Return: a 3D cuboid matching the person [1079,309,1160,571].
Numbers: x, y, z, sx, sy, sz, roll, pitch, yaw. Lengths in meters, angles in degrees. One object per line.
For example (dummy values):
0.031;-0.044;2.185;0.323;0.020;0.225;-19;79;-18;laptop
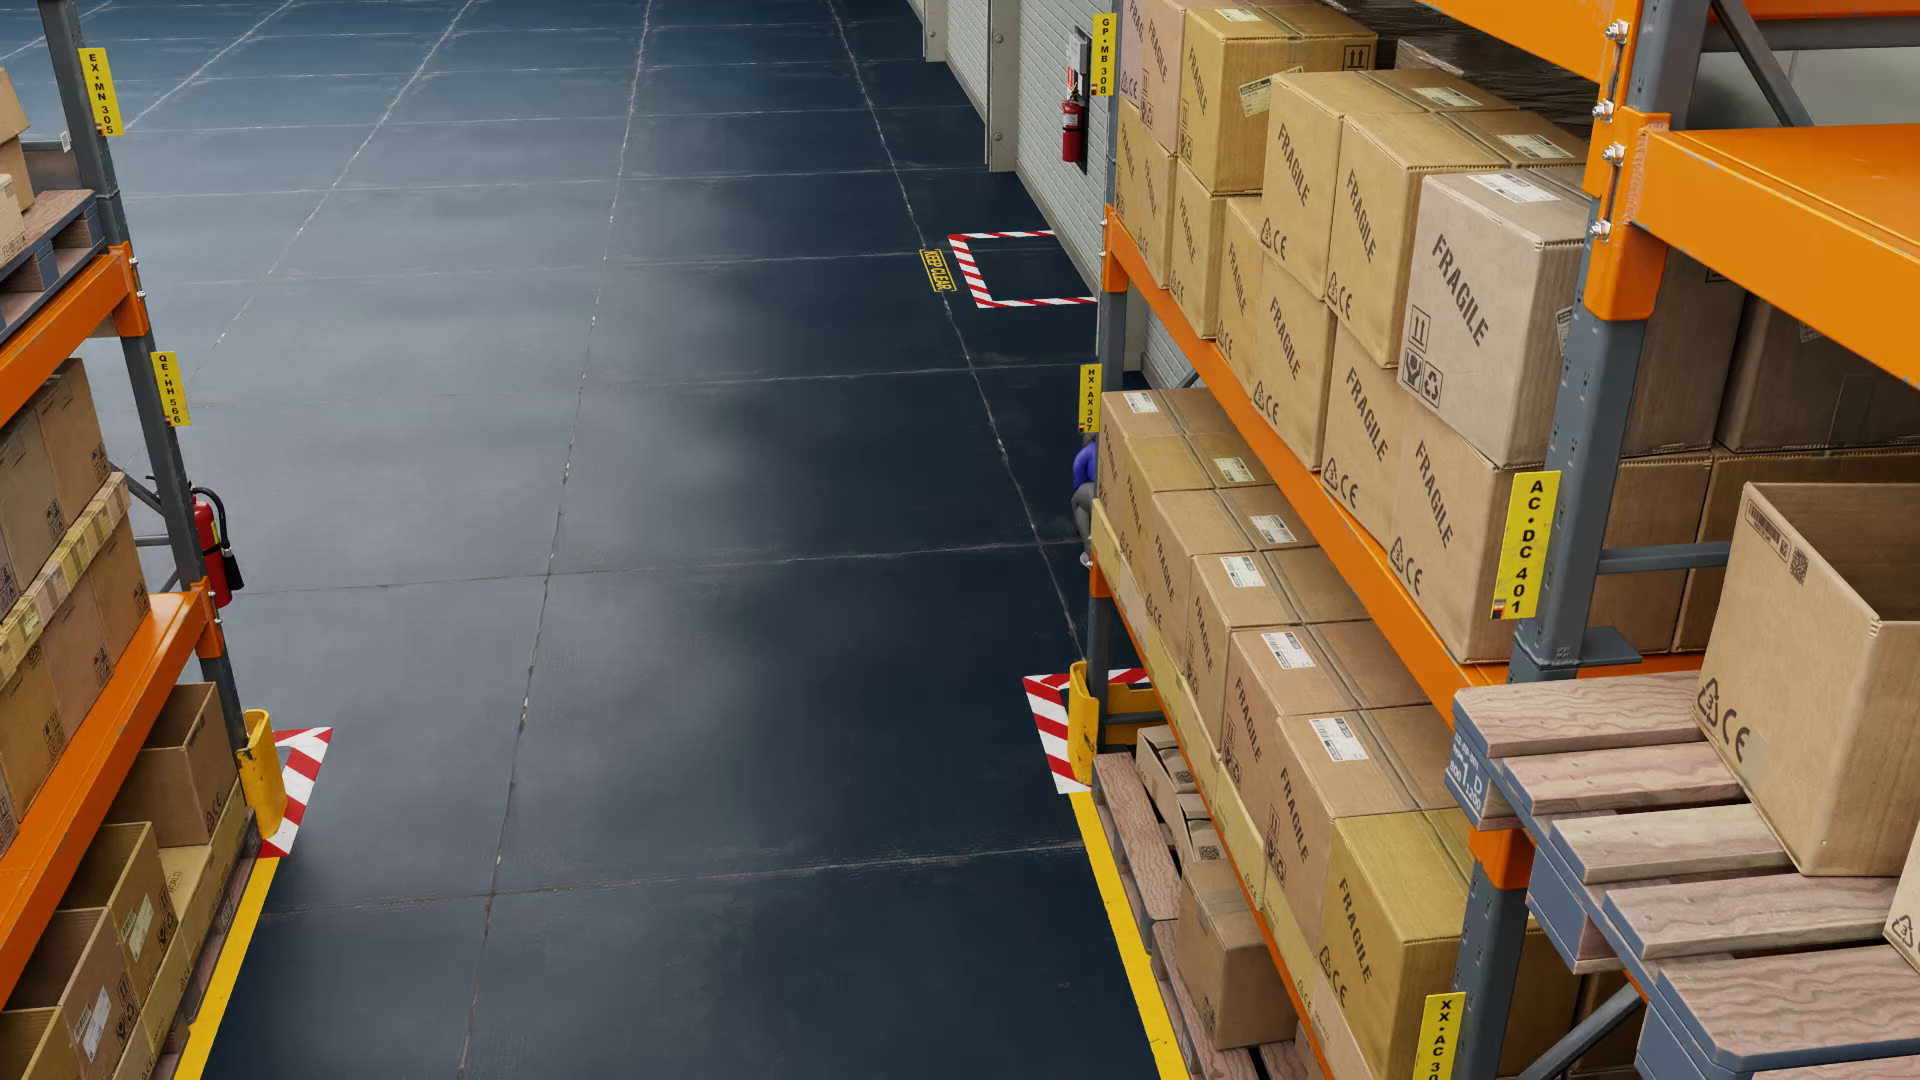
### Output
0.944;-0.563;9.715;0.496;1.653;0.349;-5;28;-9;person
